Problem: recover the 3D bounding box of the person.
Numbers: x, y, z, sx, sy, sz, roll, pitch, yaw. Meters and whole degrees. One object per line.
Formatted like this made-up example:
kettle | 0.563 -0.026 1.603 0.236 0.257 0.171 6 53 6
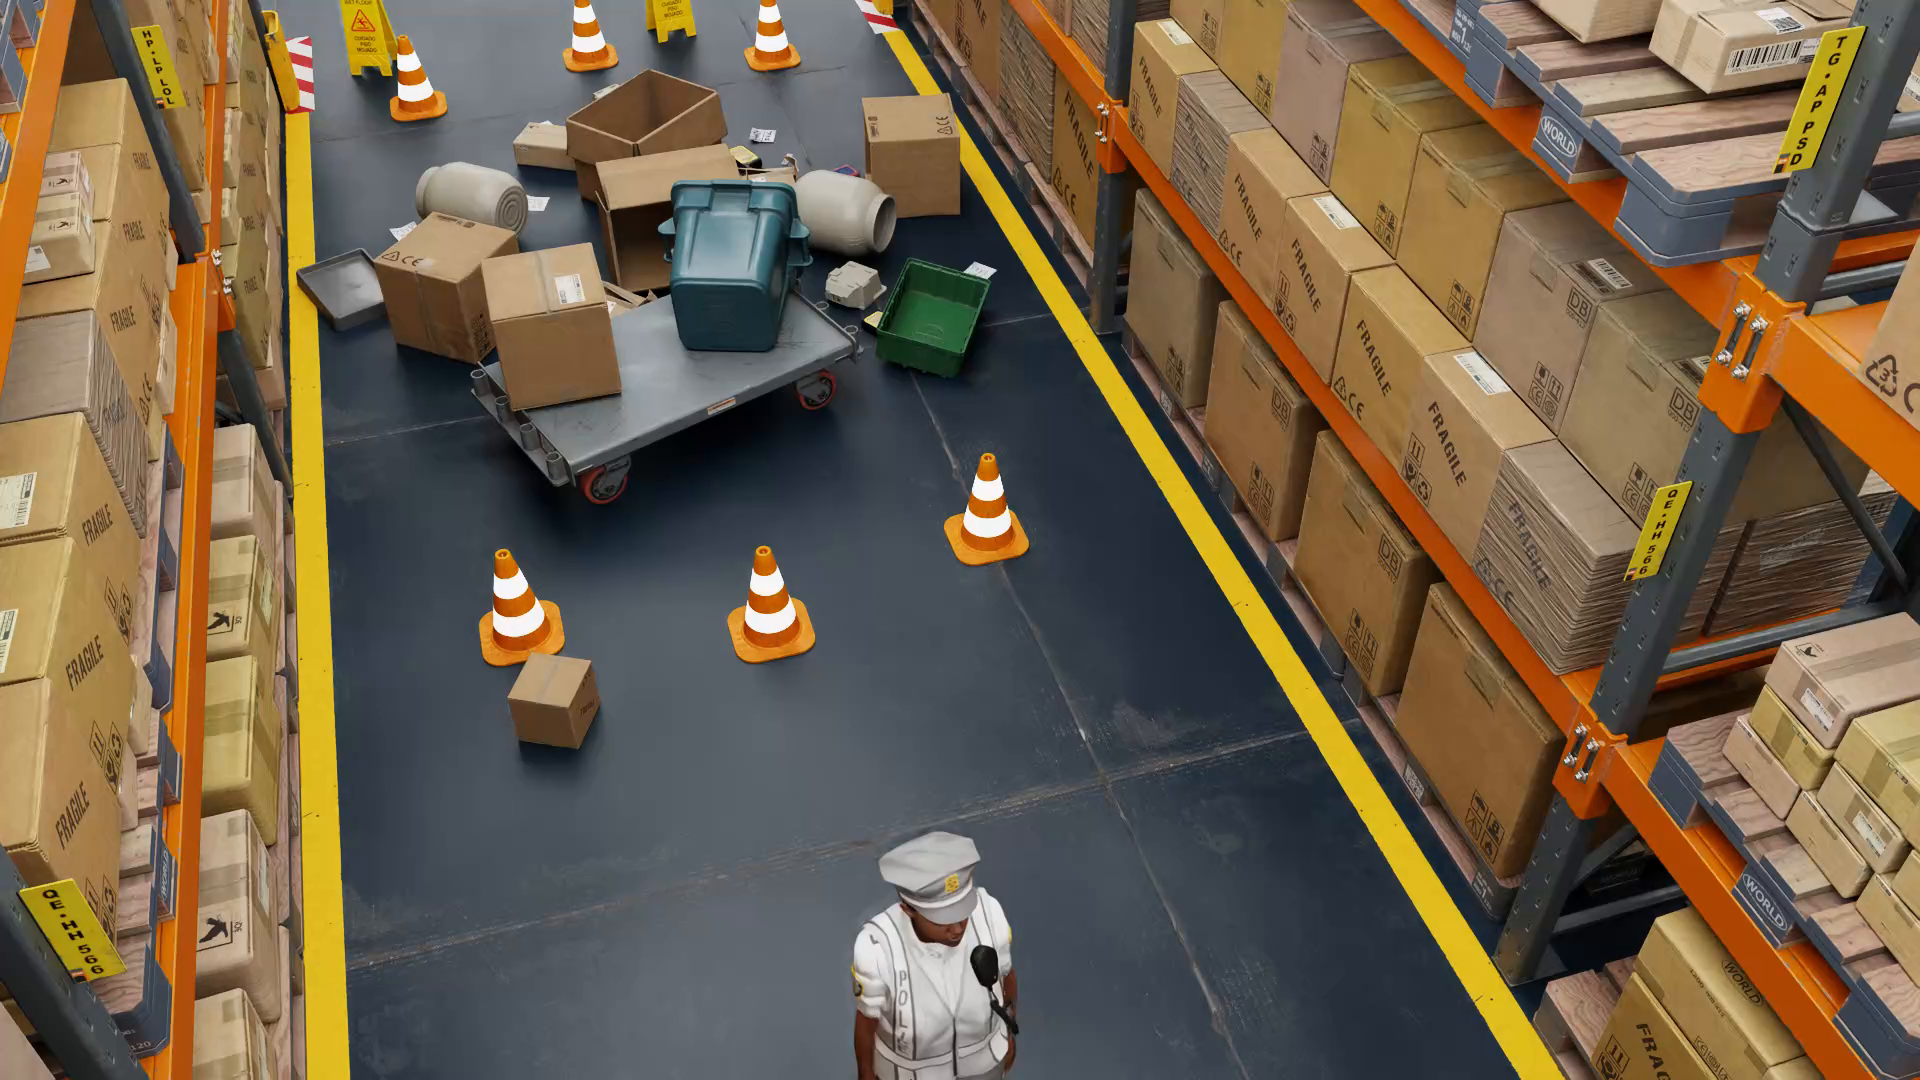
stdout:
person | -0.060 1.401 4.566 0.476 1.683 0.467 -15 45 -16
